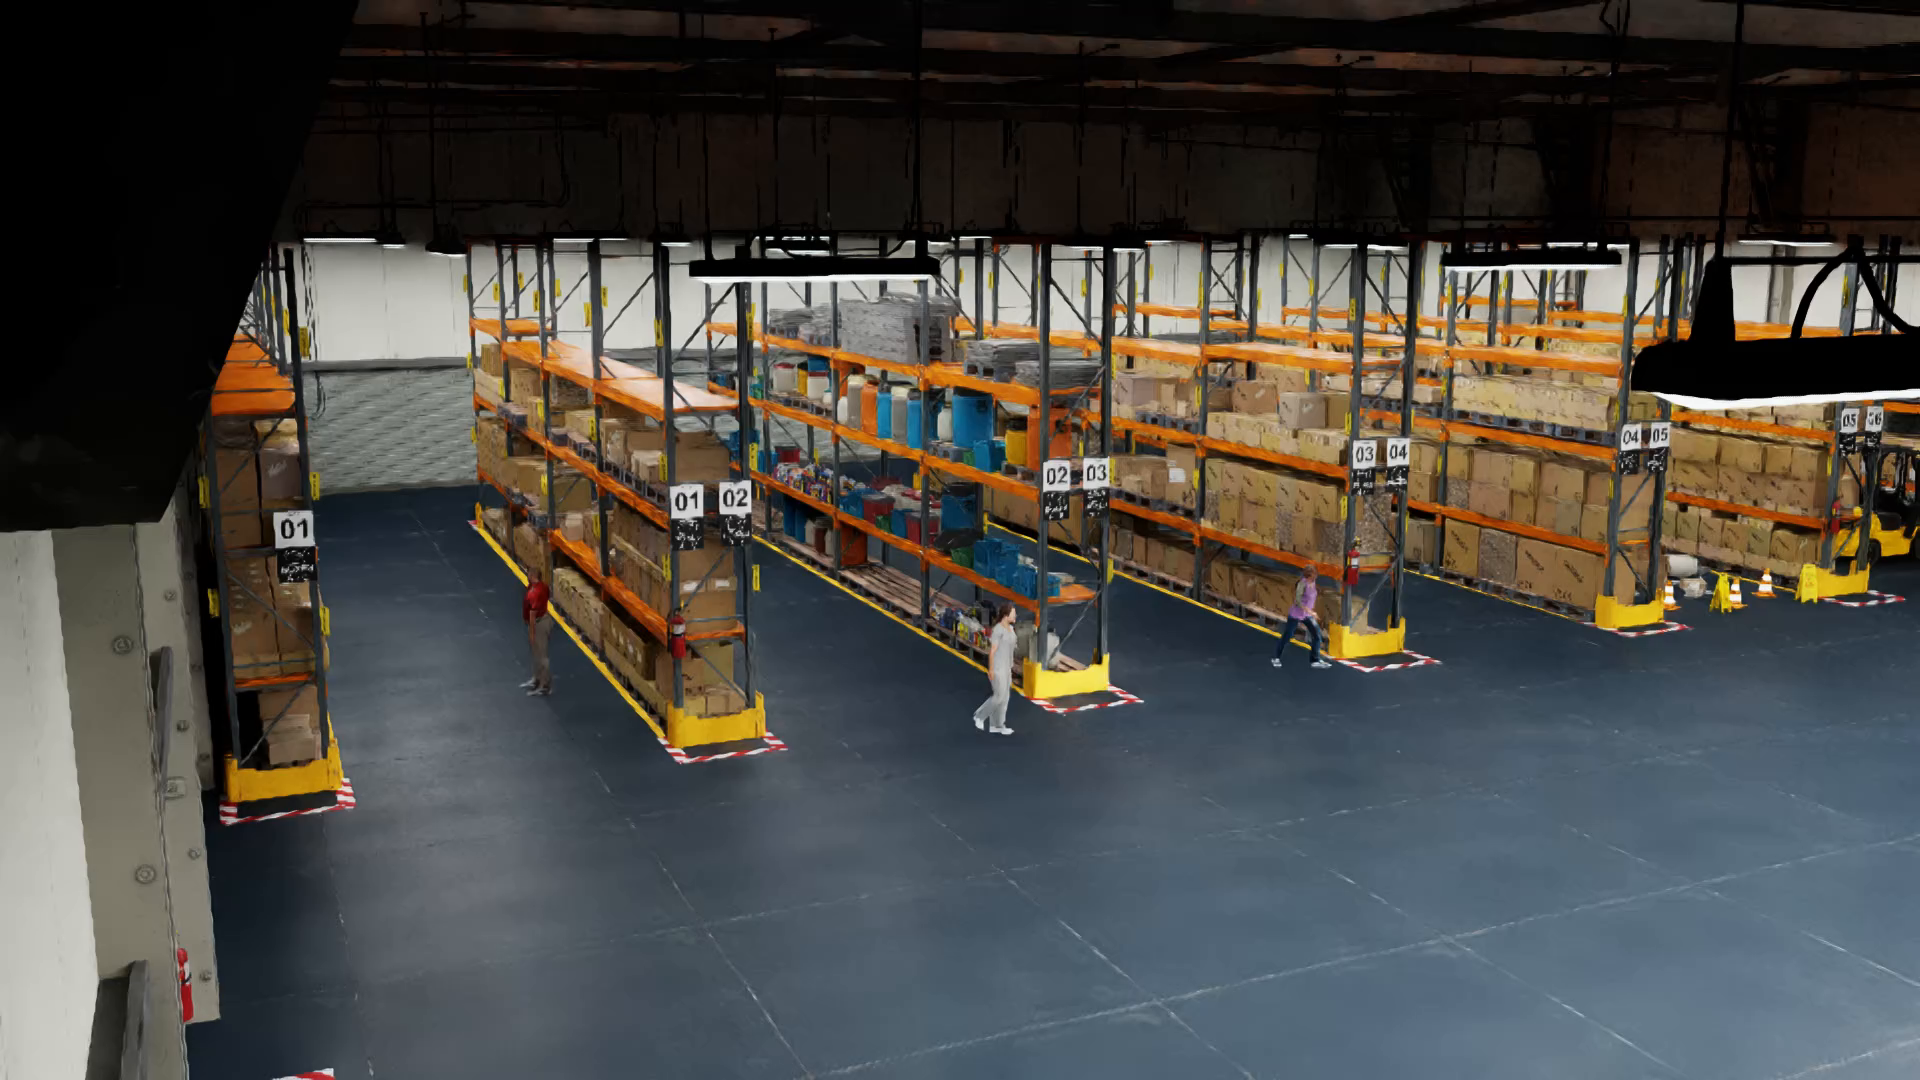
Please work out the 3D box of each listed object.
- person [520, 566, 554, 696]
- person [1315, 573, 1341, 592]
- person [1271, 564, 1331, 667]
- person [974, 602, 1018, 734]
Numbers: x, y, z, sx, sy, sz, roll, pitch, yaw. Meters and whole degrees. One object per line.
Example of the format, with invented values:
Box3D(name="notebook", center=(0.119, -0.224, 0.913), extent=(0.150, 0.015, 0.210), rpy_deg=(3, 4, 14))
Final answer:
Box3D(name="person", center=(-5.731, 1.195, 22.375), extent=(0.490, 1.731, 0.588), rpy_deg=(1, 11, 5))
Box3D(name="person", center=(6.156, 0.212, 27.758), extent=(0.489, 1.589, 1.086), rpy_deg=(-4, 12, -21))
Box3D(name="person", center=(4.832, 1.064, 23.599), extent=(0.569, 1.514, 0.766), rpy_deg=(-10, 15, -41))
Box3D(name="person", center=(0.438, 1.586, 20.607), extent=(0.516, 1.665, 0.518), rpy_deg=(6, 13, 29))
